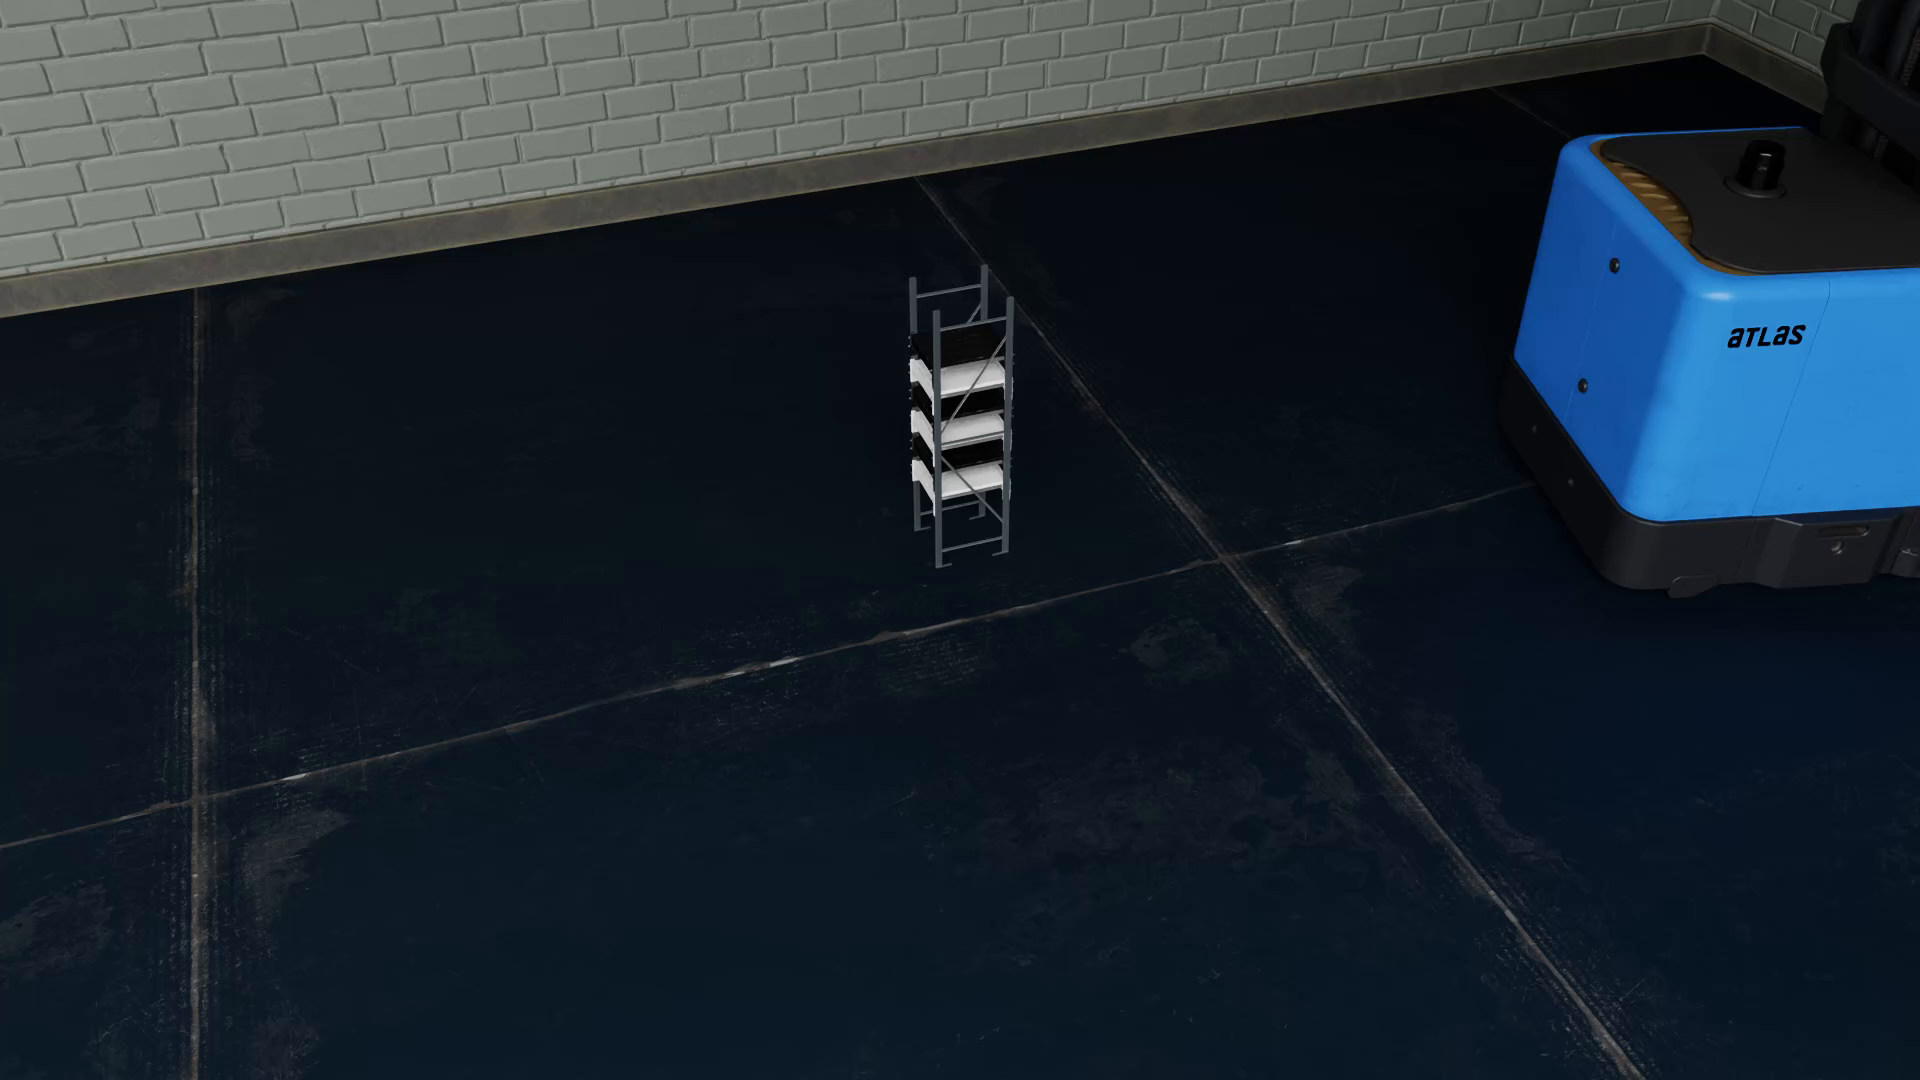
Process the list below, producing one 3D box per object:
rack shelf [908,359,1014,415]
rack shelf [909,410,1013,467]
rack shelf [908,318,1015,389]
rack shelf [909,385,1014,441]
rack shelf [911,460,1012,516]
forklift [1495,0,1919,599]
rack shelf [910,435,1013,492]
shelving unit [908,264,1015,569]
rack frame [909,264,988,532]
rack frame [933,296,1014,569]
[{"bbox_3d":[0.003,-0.472,4.885,0.258,0.077,0.200,-12,39,-16],"label":"rack shelf"},{"bbox_3d":[0.003,-0.328,4.993,0.258,0.077,0.200,-12,39,-16],"label":"rack shelf"},{"bbox_3d":[0.003,-0.544,4.831,0.258,0.077,0.200,-12,39,-16],"label":"rack shelf"},{"bbox_3d":[0.003,-0.400,4.939,0.258,0.077,0.200,-12,39,-16],"label":"rack shelf"},{"bbox_3d":[0.003,-0.184,5.102,0.258,0.077,0.200,-12,39,-16],"label":"rack shelf"},{"bbox_3d":[3.382,-1.366,4.628,3.031,2.935,1.130,-4,37,-5],"label":"forklift"},{"bbox_3d":[0.003,-0.256,5.047,0.258,0.077,0.200,-12,39,-16],"label":"rack shelf"},{"bbox_3d":[0.003,-0.355,4.973,0.258,0.900,0.210,-12,39,-16],"label":"shelving unit"},{"bbox_3d":[-0.032,-0.412,5.049,0.240,0.900,0.006,-12,39,-16],"label":"rack frame"},{"bbox_3d":[0.038,-0.297,4.897,0.240,0.900,0.006,-12,39,-16],"label":"rack frame"}]
